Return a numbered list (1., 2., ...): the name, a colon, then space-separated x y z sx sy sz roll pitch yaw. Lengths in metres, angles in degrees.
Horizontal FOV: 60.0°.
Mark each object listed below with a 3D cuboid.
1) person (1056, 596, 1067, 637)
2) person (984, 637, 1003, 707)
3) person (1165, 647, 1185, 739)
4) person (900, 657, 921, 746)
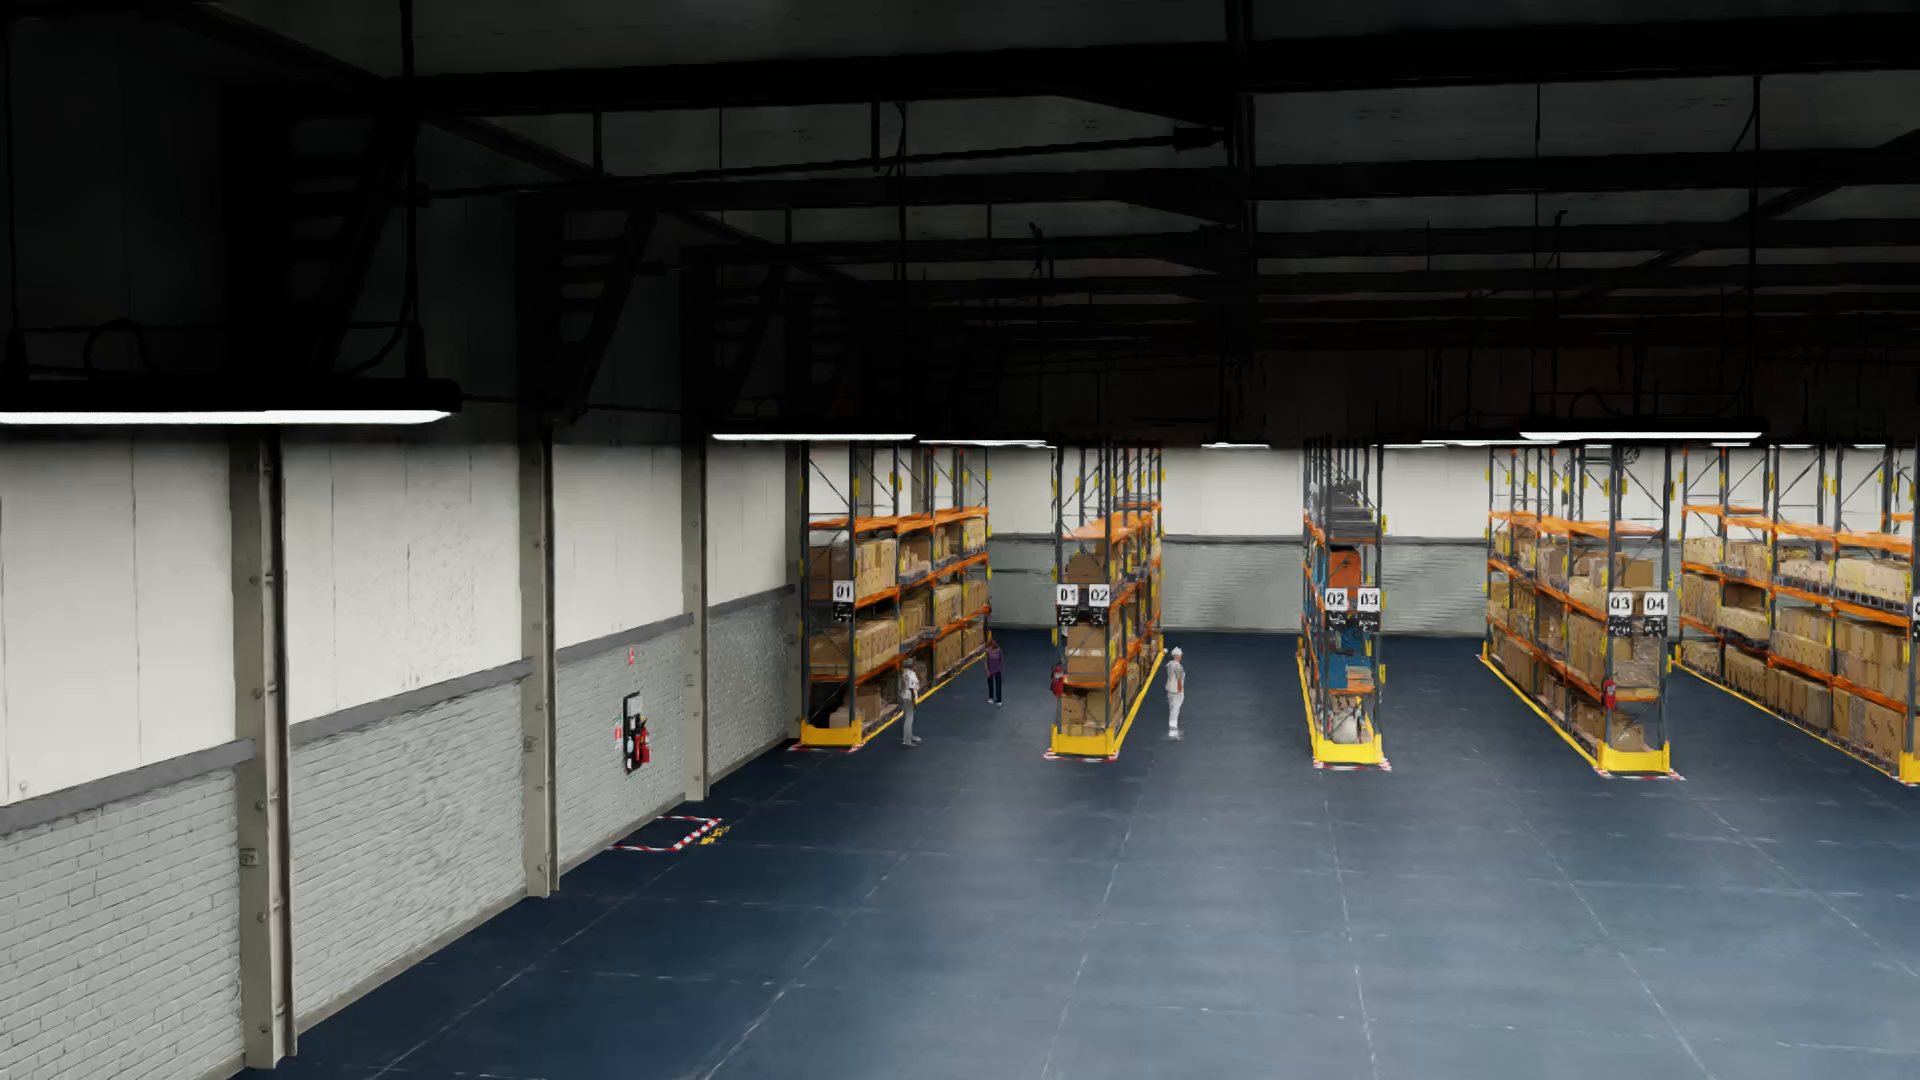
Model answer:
1. person: 3.161 2.150 51.110 0.446 1.590 1.110 1 3 13
2. person: 0.752 2.931 37.182 0.411 1.533 0.957 0 3 2
3. person: 4.320 3.025 33.005 0.468 1.788 0.618 -1 3 -16
4. person: -0.937 3.123 32.329 0.440 1.681 0.551 -1 3 -17
